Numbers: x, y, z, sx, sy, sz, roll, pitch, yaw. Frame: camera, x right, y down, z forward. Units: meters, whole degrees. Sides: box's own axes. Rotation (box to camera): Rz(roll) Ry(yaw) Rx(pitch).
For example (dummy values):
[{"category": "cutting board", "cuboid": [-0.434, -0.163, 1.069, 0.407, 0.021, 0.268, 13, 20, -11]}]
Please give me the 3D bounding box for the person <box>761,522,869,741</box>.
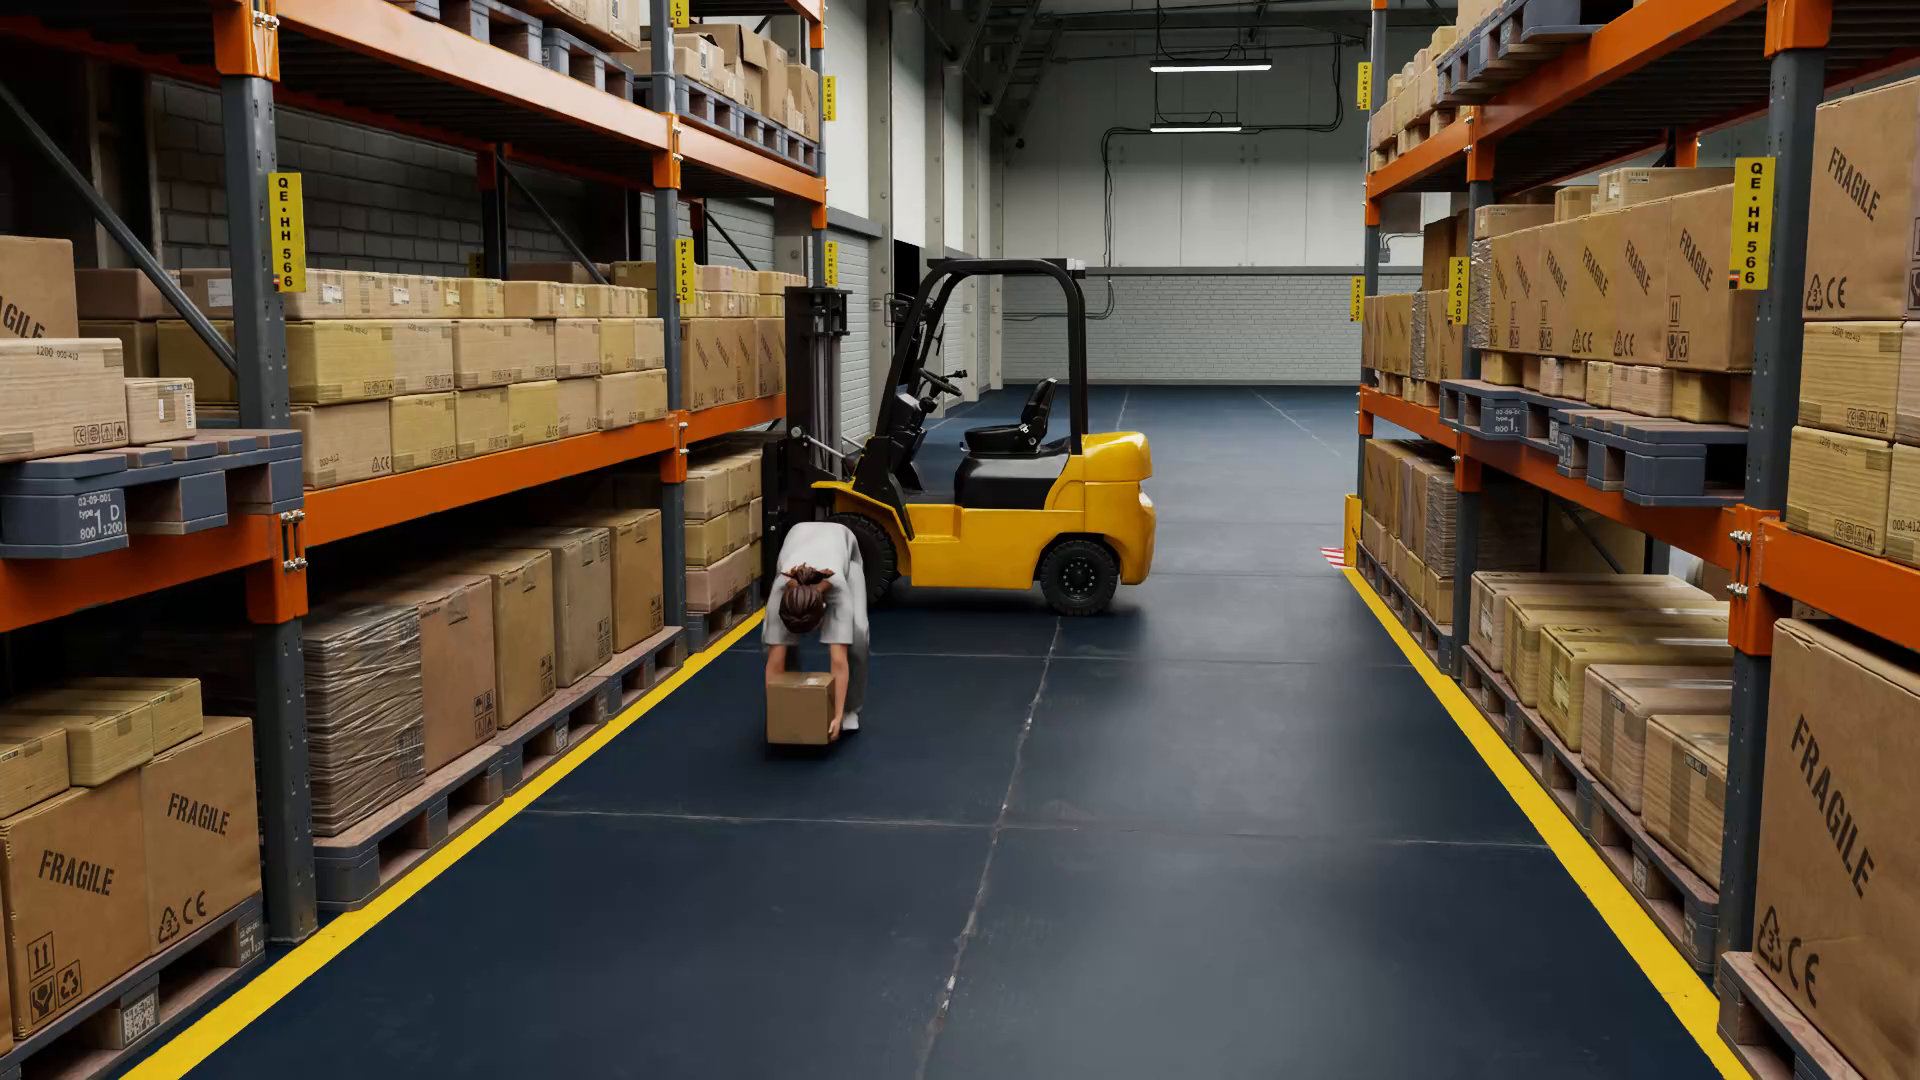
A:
[{"category": "person", "cuboid": [-0.629, 0.428, 7.187, 0.471, 0.857, 0.847, 0, 8, 3]}]
